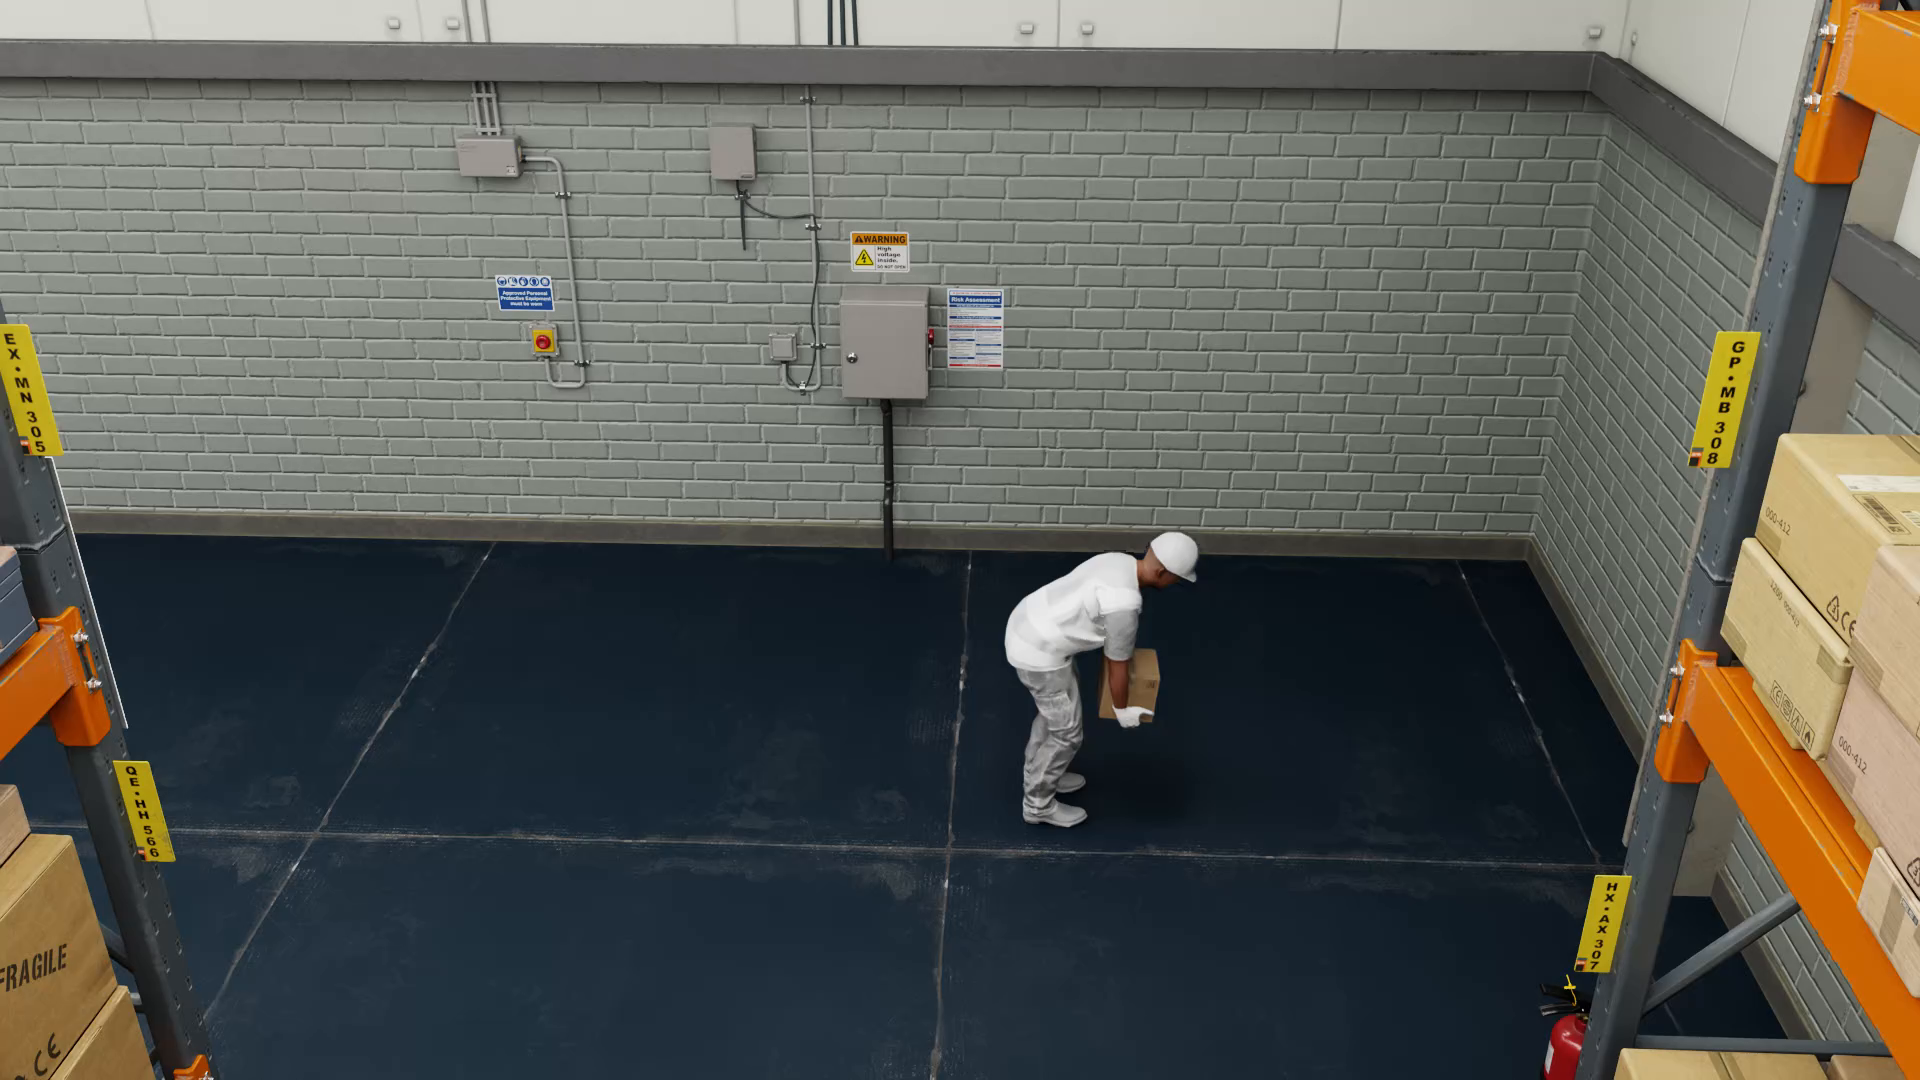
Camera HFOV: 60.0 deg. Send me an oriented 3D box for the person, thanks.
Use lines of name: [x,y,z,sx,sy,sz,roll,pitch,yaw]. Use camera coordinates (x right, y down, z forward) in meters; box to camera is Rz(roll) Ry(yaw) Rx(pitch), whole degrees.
person: [0.516,0.486,7.680,0.583,1.778,0.488,1,28,3]
